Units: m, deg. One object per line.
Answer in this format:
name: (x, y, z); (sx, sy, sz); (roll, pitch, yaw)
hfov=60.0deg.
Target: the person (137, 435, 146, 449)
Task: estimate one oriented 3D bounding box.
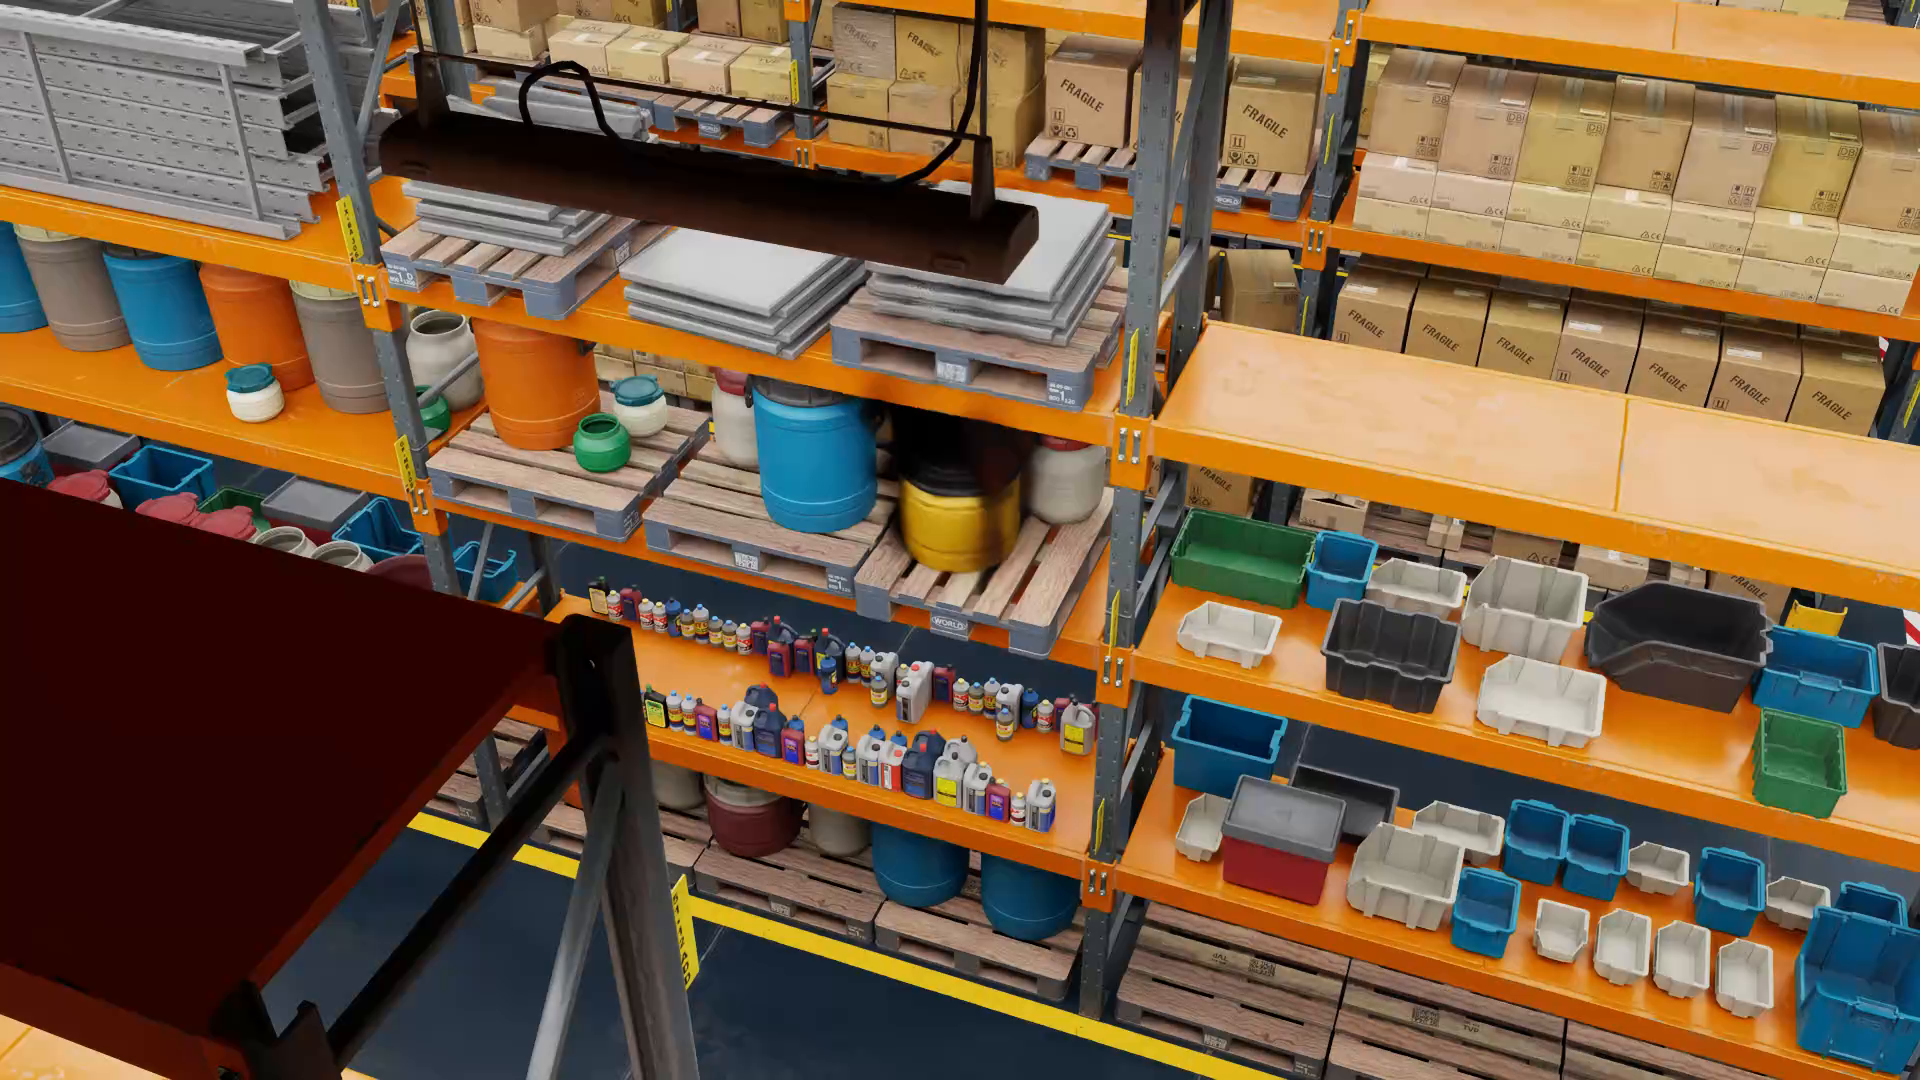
person: (-6.648, -0.833, 13.187); (0.698, 1.634, 0.513); (11, 38, 14)
